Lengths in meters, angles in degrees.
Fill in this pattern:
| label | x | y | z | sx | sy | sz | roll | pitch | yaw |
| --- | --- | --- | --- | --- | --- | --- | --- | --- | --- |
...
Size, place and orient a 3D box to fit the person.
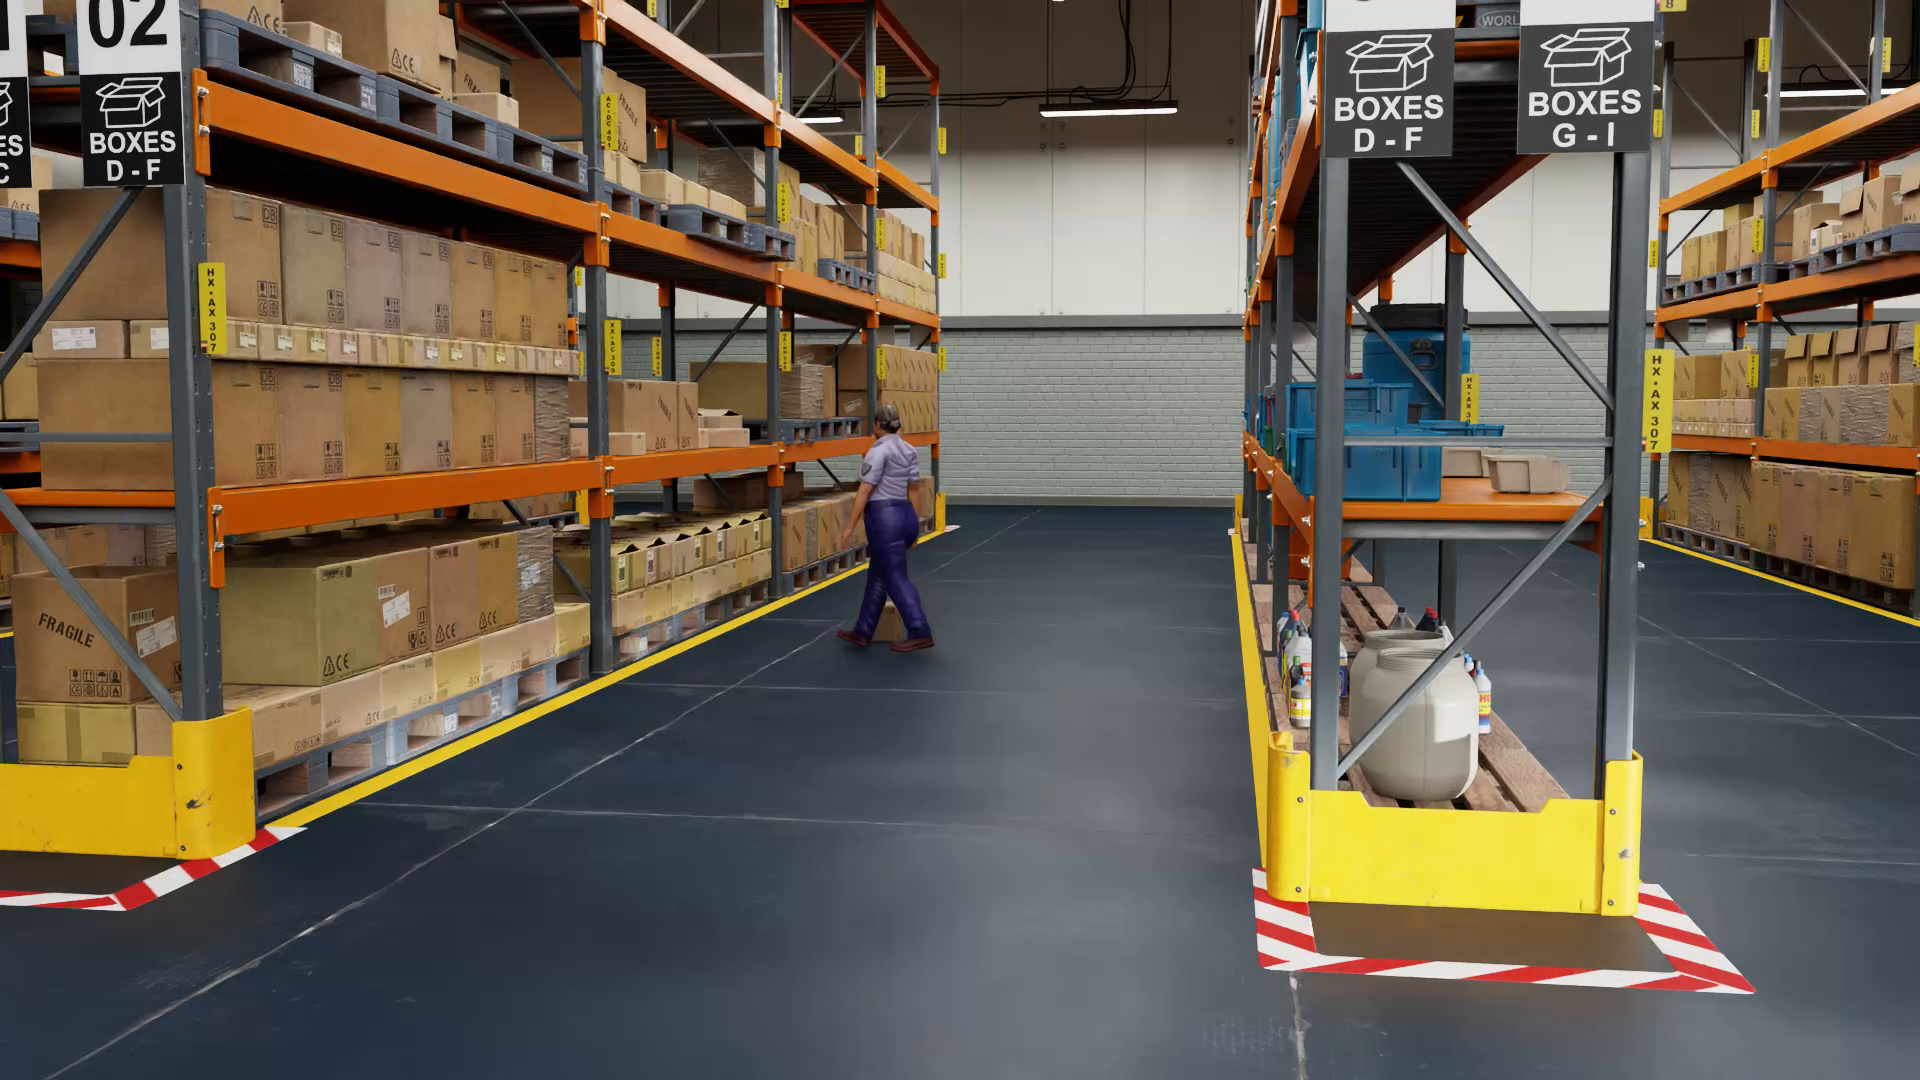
| label | x | y | z | sx | sy | sz | roll | pitch | yaw |
| --- | --- | --- | --- | --- | --- | --- | --- | --- | --- |
| person | -0.529 | -0.080 | 10.972 | 0.828 | 1.623 | 0.553 | 3 | 5 | 29 |
